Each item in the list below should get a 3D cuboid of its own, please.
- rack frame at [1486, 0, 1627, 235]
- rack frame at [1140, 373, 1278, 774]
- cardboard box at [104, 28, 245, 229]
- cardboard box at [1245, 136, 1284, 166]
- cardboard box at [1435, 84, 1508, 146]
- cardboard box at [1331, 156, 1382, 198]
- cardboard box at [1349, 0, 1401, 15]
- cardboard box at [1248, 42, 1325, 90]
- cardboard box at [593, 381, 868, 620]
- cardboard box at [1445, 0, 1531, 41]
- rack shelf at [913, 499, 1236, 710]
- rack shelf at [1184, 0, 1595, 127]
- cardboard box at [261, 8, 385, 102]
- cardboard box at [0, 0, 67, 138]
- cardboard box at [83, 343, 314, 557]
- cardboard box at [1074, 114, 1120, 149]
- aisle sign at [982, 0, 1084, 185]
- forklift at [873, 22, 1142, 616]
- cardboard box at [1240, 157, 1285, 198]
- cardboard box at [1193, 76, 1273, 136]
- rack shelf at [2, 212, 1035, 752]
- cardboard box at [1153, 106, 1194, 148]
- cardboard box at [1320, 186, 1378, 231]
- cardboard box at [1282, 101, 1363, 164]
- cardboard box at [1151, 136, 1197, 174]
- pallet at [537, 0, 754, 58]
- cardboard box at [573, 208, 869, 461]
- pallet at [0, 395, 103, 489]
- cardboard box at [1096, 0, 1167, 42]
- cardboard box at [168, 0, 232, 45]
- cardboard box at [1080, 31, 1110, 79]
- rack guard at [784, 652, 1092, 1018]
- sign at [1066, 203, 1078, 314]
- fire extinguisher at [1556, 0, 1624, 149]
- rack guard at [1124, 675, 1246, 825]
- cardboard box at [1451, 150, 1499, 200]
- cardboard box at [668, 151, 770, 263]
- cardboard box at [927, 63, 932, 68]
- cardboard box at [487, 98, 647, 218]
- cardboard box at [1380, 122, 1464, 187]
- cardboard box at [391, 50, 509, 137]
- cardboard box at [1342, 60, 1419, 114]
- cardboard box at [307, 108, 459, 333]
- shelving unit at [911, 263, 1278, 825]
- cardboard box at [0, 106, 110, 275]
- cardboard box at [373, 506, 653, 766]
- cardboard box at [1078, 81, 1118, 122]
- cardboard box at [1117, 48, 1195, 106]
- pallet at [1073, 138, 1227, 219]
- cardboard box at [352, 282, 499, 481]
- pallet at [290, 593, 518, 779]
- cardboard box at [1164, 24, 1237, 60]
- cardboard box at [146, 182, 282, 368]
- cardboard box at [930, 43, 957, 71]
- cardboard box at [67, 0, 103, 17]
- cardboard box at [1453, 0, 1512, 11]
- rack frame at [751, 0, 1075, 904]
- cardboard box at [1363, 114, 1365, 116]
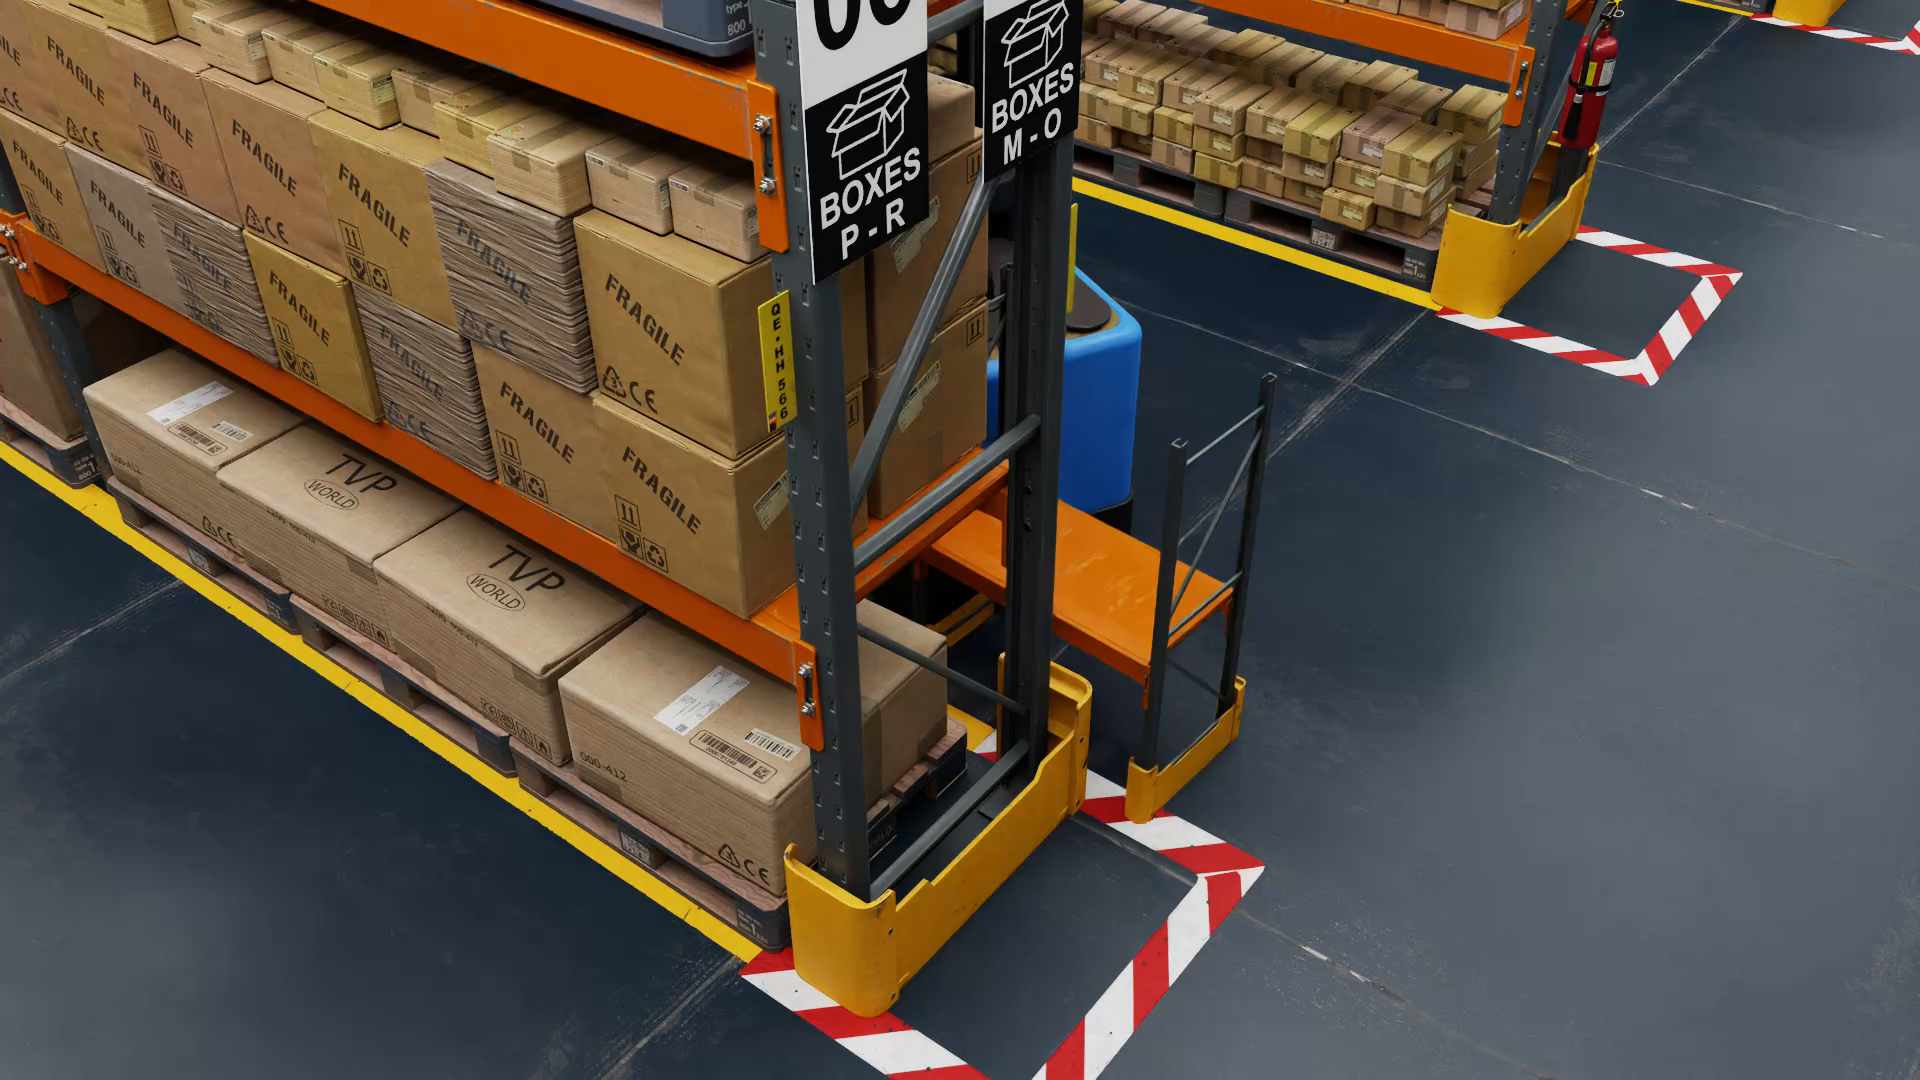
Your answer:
[{"bbox_3d":[2.867,-2.566,7.595,0.127,3.000,1.000,25,45,29],"label":"rack frame"},{"bbox_3d":[0.768,0.213,5.262,0.032,1.500,0.500,29,46,31],"label":"rack frame"},{"bbox_3d":[-2.208,-1.349,5.148,0.500,0.500,0.500,26,45,29],"label":"cardboard box"},{"bbox_3d":[1.710,-2.129,8.767,0.250,0.149,0.380,25,44,28],"label":"cardboard box"},{"bbox_3d":[2.657,-2.206,8.624,0.250,0.149,0.380,23,44,27],"label":"cardboard box"},{"bbox_3d":[2.100,-1.909,8.485,0.250,0.149,0.380,24,44,28],"label":"cardboard box"},{"bbox_3d":[2.053,-2.649,7.904,0.250,0.149,0.380,25,44,28],"label":"cardboard box"},{"bbox_3d":[1.781,-2.568,9.087,0.250,0.149,0.380,27,45,30],"label":"cardboard box"},{"bbox_3d":[-0.604,-0.195,4.485,0.500,0.500,0.500,26,45,29],"label":"cardboard box"},{"bbox_3d":[2.436,-2.451,7.651,0.250,0.149,0.380,25,45,29],"label":"cardboard box"},{"bbox_3d":[0.387,0.147,5.638,1.000,0.185,0.538,29,46,31],"label":"rack shelf"},{"bbox_3d":[1.279,-3.032,8.773,4.000,0.370,1.077,25,45,29],"label":"rack shelf"},{"bbox_3d":[-1.711,-1.388,4.671,0.250,0.149,0.380,27,45,30],"label":"cardboard box"},{"bbox_3d":[-3.006,-1.739,5.646,0.500,0.500,0.500,26,45,29],"label":"cardboard box"},{"bbox_3d":[-2.804,-0.472,6.657,0.875,0.438,0.875,25,44,28],"label":"cardboard box"},{"bbox_3d":[0.839,-2.348,9.287,0.250,0.149,0.380,24,44,27],"label":"cardboard box"},{"bbox_3d":[0.173,-1.243,3.796,0.004,0.787,0.394,25,45,29],"label":"aisle sign"},{"bbox_3d":[-0.425,-1.766,6.628,1.130,2.935,3.031,-17,41,-20],"label":"forklift"},{"bbox_3d":[1.695,-1.978,8.815,0.250,0.149,0.380,26,45,29],"label":"cardboard box"},{"bbox_3d":[1.431,-2.276,8.713,0.250,0.149,0.380,27,45,30],"label":"cardboard box"},{"bbox_3d":[-1.648,-0.571,5.629,4.000,0.370,1.077,25,45,29],"label":"rack shelf"},{"bbox_3d":[1.249,-2.271,8.948,0.250,0.149,0.380,28,46,31],"label":"cardboard box"},{"bbox_3d":[2.057,-1.751,8.525,0.250,0.149,0.380,27,45,30],"label":"cardboard box"},{"bbox_3d":[1.845,-2.075,8.456,0.250,0.149,0.380,24,44,28],"label":"cardboard box"},{"bbox_3d":[1.249,-2.155,9.042,0.250,0.149,0.380,26,45,29],"label":"cardboard box"},{"bbox_3d":[-0.655,-1.524,3.902,1.213,0.211,1.003,25,45,29],"label":"pallet"},{"bbox_3d":[-0.587,-0.602,4.193,0.500,0.500,0.500,27,45,30],"label":"cardboard box"},{"bbox_3d":[-3.896,-0.757,7.546,1.213,0.211,1.003,25,45,29],"label":"pallet"},{"bbox_3d":[0.990,-2.978,9.610,0.250,0.149,0.380,23,44,27],"label":"cardboard box"},{"bbox_3d":[-2.099,-1.592,4.932,0.250,0.149,0.380,25,45,28],"label":"cardboard box"},{"bbox_3d":[0.625,-2.687,9.237,0.250,0.149,0.380,26,45,29],"label":"cardboard box"},{"bbox_3d":[-0.041,0.888,5.210,0.348,0.500,1.175,25,45,29],"label":"rack guard"},{"bbox_3d":[0.282,-0.746,4.504,0.005,0.325,0.100,25,45,29],"label":"sign"},{"bbox_3d":[2.787,-2.069,7.324,0.183,0.674,0.296,25,45,29],"label":"fire extinguisher"},{"bbox_3d":[0.767,0.704,5.647,0.087,0.250,0.587,29,46,31],"label":"rack guard"},{"bbox_3d":[2.645,-1.962,8.795,0.250,0.149,0.380,26,45,29],"label":"cardboard box"},{"bbox_3d":[-0.467,-0.830,3.958,0.250,0.149,0.380,26,45,29],"label":"cardboard box"},{"bbox_3d":[-0.216,-2.814,9.882,0.250,0.149,0.380,23,44,27],"label":"cardboard box"},{"bbox_3d":[-0.939,-0.968,4.135,0.250,0.149,0.380,25,44,28],"label":"cardboard box"},{"bbox_3d":[2.293,-1.918,8.255,0.250,0.149,0.380,26,45,29],"label":"cardboard box"},{"bbox_3d":[-1.279,-1.215,4.451,0.250,0.149,0.380,25,44,28],"label":"cardboard box"},{"bbox_3d":[2.243,-2.408,8.881,0.250,0.149,0.380,25,45,28],"label":"cardboard box"},{"bbox_3d":[-1.411,-0.970,4.663,0.500,0.500,0.500,25,44,28],"label":"cardboard box"},{"bbox_3d":[0.394,0.009,5.522,1.083,1.500,0.587,29,46,31],"label":"shelving unit"},{"bbox_3d":[-3.023,-1.338,5.945,0.500,0.500,0.500,27,45,30],"label":"cardboard box"},{"bbox_3d":[-1.377,0.202,5.797,0.875,0.438,0.875,27,45,30],"label":"cardboard box"},{"bbox_3d":[0.833,-2.465,9.196,0.250,0.149,0.380,25,44,28],"label":"cardboard box"},{"bbox_3d":[1.063,-2.513,9.016,0.250,0.149,0.380,25,45,29],"label":"cardboard box"},{"bbox_3d":[1.218,-2.276,9.485,1.213,0.211,1.003,25,45,29],"label":"pallet"},{"bbox_3d":[-1.408,-0.578,4.974,0.500,0.500,0.500,27,45,30],"label":"cardboard box"},{"bbox_3d":[-1.707,0.275,6.228,1.213,0.211,1.003,25,45,29],"label":"pallet"},{"bbox_3d":[1.342,-2.737,9.301,0.250,0.149,0.380,25,45,29],"label":"cardboard box"},{"bbox_3d":[-2.235,-0.958,5.460,0.500,0.500,0.500,26,45,29],"label":"cardboard box"},{"bbox_3d":[0.039,-2.881,9.727,0.250,0.149,0.380,26,45,29],"label":"cardboard box"},{"bbox_3d":[-2.542,-1.760,5.146,0.250,0.149,0.380,25,44,28],"label":"cardboard box"},{"bbox_3d":[2.354,-2.765,7.526,0.500,0.500,0.500,26,45,29],"label":"cardboard box"},{"bbox_3d":[-0.060,-0.105,4.451,0.127,3.000,1.000,25,45,29],"label":"rack frame"},{"bbox_3d":[2.176,-2.227,8.892,0.250,0.149,0.380,26,45,29],"label":"cardboard box"}]
